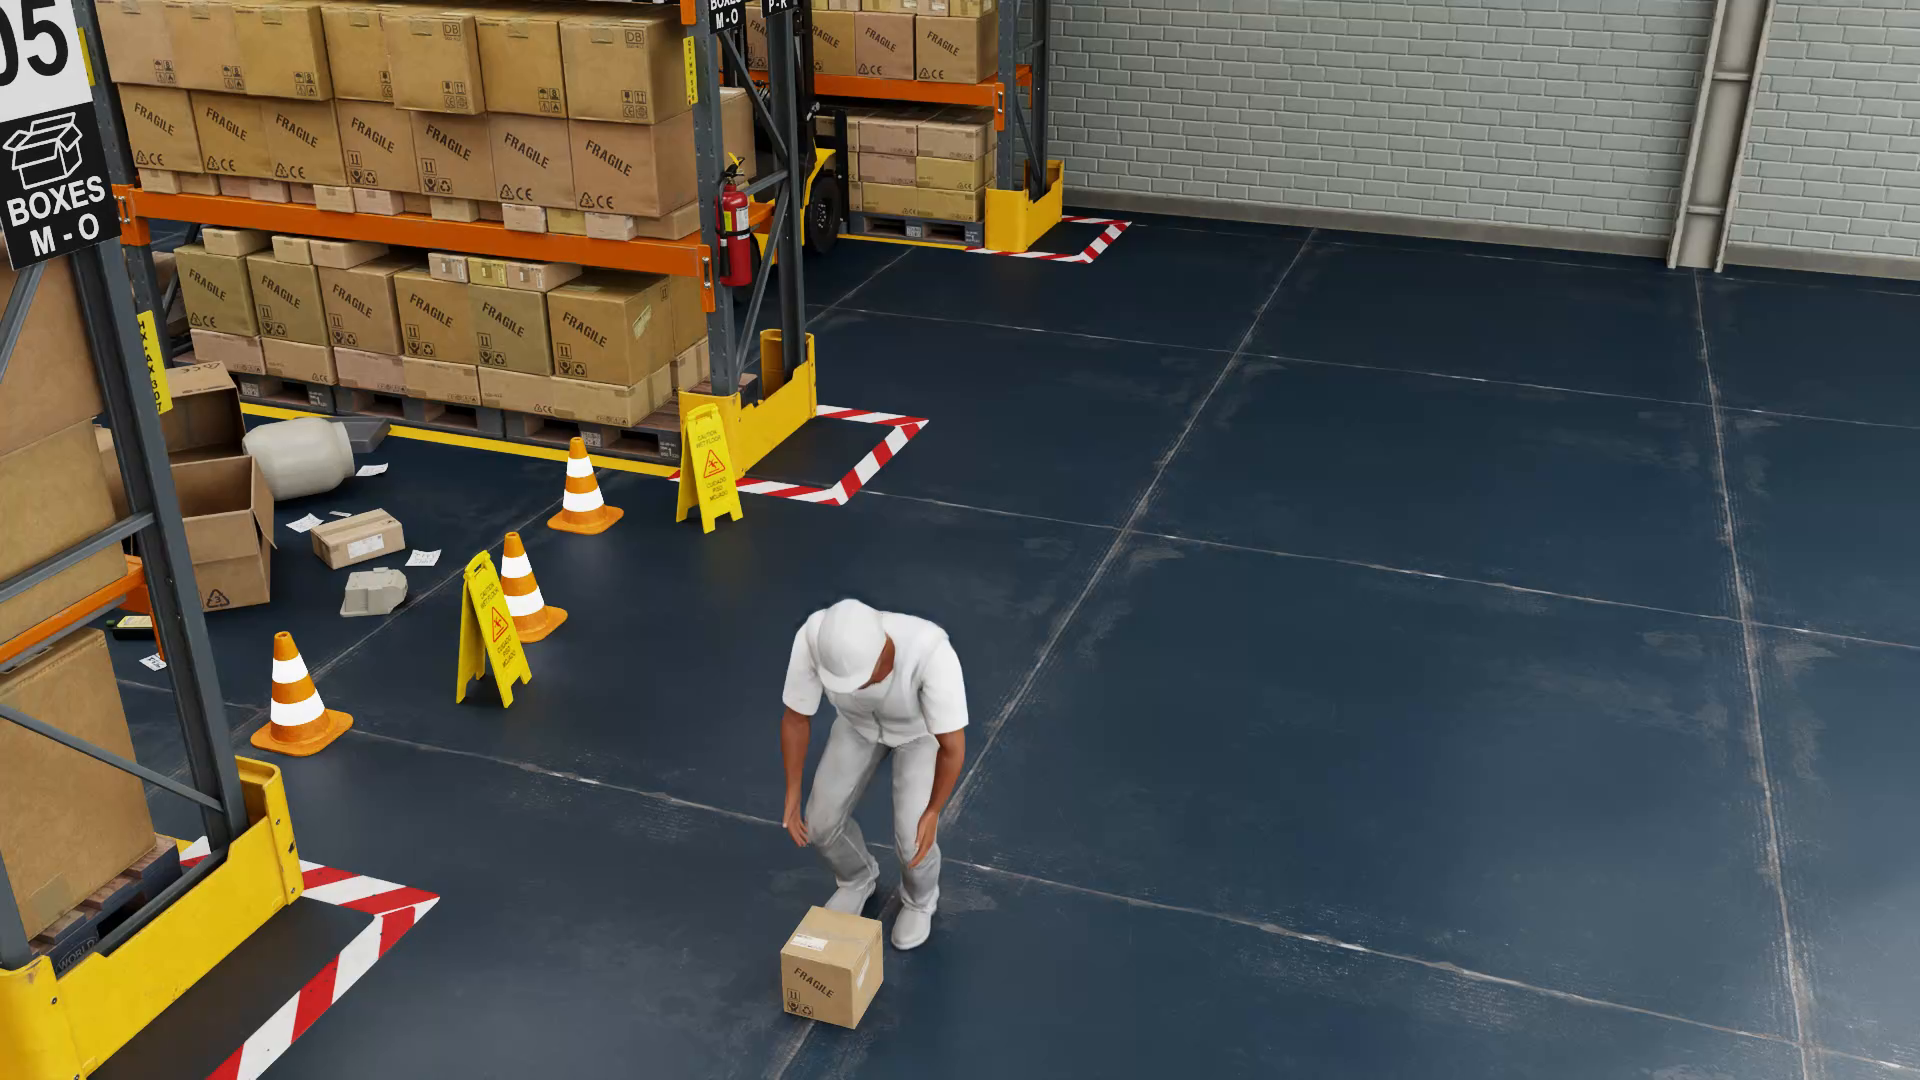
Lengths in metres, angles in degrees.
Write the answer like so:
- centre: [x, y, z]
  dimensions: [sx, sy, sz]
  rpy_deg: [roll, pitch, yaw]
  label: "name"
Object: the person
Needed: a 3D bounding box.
- centre: [-0.251, 0.719, 5.507]
  dimensions: [0.631, 1.399, 0.756]
  rpy_deg: [9, 27, 18]
  label: "person"
